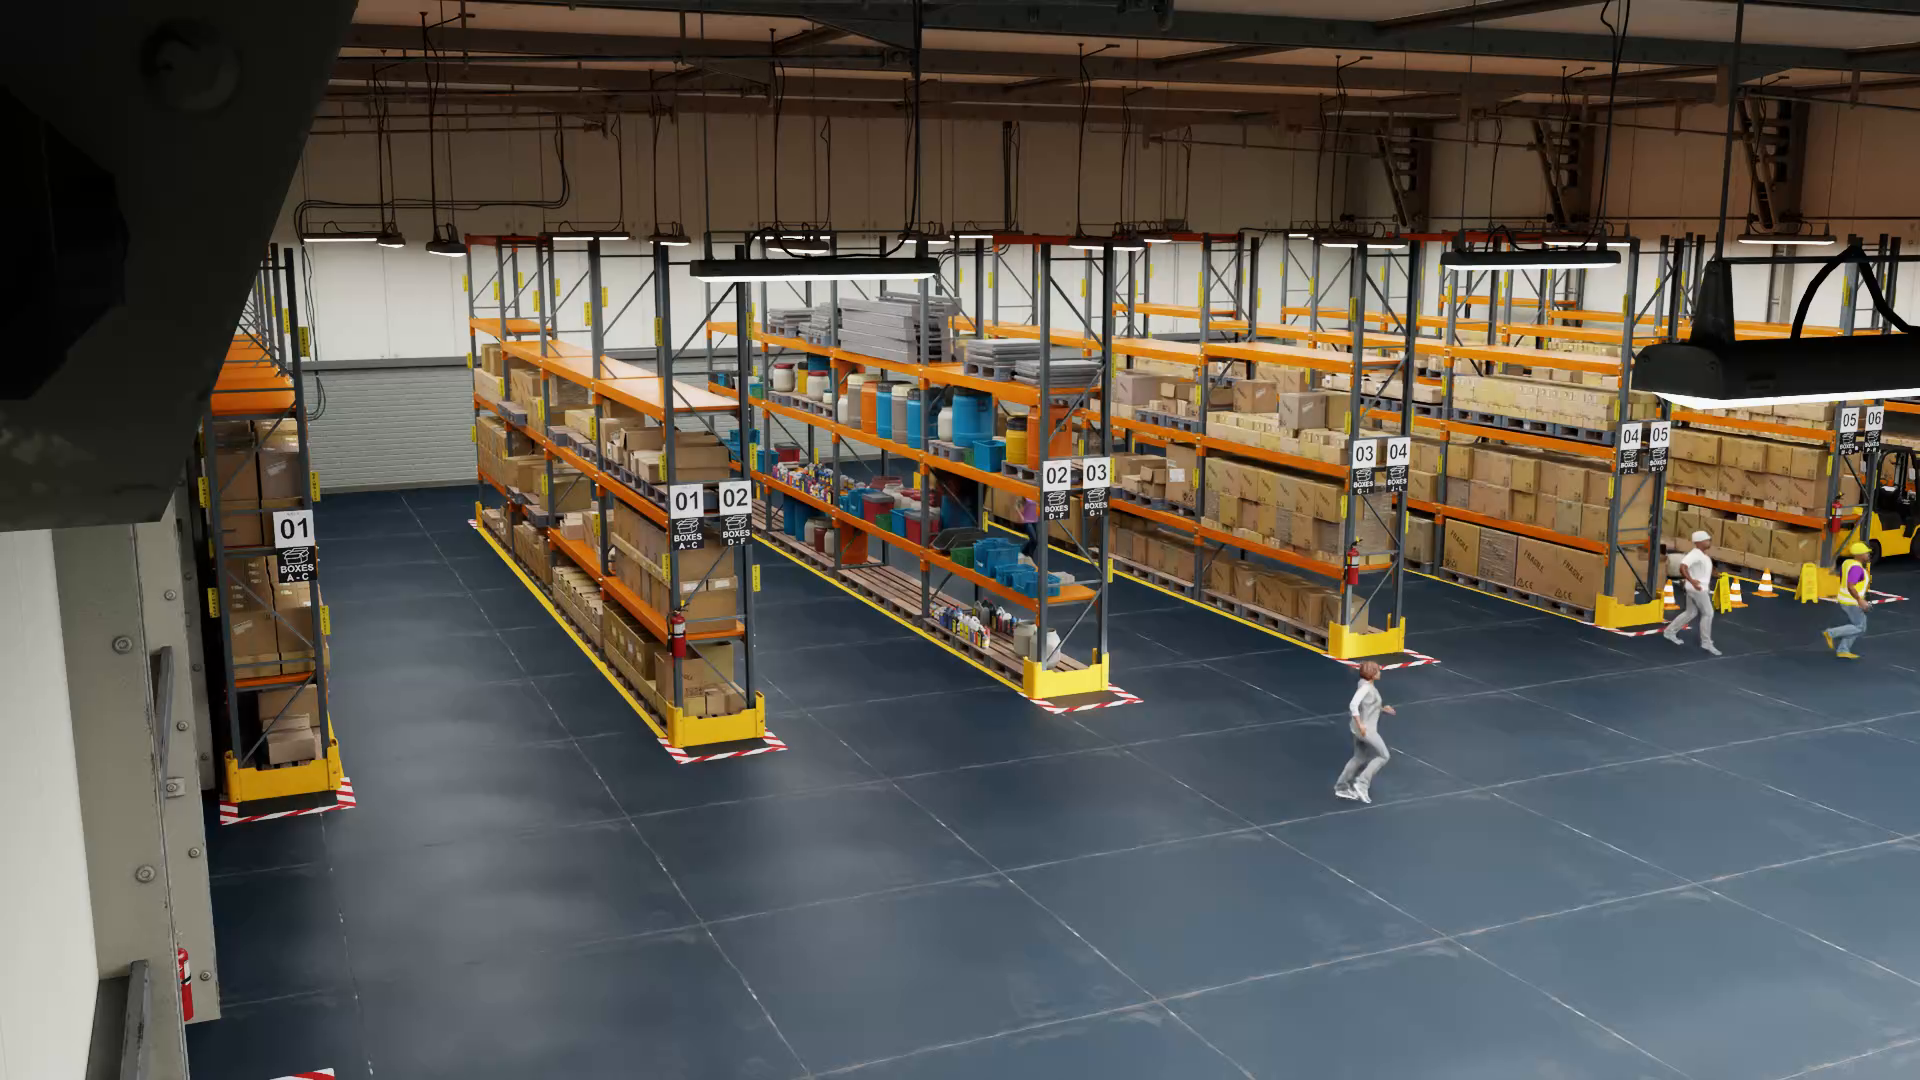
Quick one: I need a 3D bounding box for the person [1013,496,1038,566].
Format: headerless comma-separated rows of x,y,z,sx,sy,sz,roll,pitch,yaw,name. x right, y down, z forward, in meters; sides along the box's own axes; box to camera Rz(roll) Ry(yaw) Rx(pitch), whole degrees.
1.251,-0.286,29.034,0.503,1.551,0.475,-7,13,-31,person

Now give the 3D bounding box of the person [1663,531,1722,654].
10.898,0.756,24.609,0.818,1.815,0.702,4,12,21,person

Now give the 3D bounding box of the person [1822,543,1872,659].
12.877,0.881,24.132,0.620,1.714,0.688,3,11,16,person

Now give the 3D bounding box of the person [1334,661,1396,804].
4.449,2.091,18.192,0.652,1.588,0.533,0,11,1,person
